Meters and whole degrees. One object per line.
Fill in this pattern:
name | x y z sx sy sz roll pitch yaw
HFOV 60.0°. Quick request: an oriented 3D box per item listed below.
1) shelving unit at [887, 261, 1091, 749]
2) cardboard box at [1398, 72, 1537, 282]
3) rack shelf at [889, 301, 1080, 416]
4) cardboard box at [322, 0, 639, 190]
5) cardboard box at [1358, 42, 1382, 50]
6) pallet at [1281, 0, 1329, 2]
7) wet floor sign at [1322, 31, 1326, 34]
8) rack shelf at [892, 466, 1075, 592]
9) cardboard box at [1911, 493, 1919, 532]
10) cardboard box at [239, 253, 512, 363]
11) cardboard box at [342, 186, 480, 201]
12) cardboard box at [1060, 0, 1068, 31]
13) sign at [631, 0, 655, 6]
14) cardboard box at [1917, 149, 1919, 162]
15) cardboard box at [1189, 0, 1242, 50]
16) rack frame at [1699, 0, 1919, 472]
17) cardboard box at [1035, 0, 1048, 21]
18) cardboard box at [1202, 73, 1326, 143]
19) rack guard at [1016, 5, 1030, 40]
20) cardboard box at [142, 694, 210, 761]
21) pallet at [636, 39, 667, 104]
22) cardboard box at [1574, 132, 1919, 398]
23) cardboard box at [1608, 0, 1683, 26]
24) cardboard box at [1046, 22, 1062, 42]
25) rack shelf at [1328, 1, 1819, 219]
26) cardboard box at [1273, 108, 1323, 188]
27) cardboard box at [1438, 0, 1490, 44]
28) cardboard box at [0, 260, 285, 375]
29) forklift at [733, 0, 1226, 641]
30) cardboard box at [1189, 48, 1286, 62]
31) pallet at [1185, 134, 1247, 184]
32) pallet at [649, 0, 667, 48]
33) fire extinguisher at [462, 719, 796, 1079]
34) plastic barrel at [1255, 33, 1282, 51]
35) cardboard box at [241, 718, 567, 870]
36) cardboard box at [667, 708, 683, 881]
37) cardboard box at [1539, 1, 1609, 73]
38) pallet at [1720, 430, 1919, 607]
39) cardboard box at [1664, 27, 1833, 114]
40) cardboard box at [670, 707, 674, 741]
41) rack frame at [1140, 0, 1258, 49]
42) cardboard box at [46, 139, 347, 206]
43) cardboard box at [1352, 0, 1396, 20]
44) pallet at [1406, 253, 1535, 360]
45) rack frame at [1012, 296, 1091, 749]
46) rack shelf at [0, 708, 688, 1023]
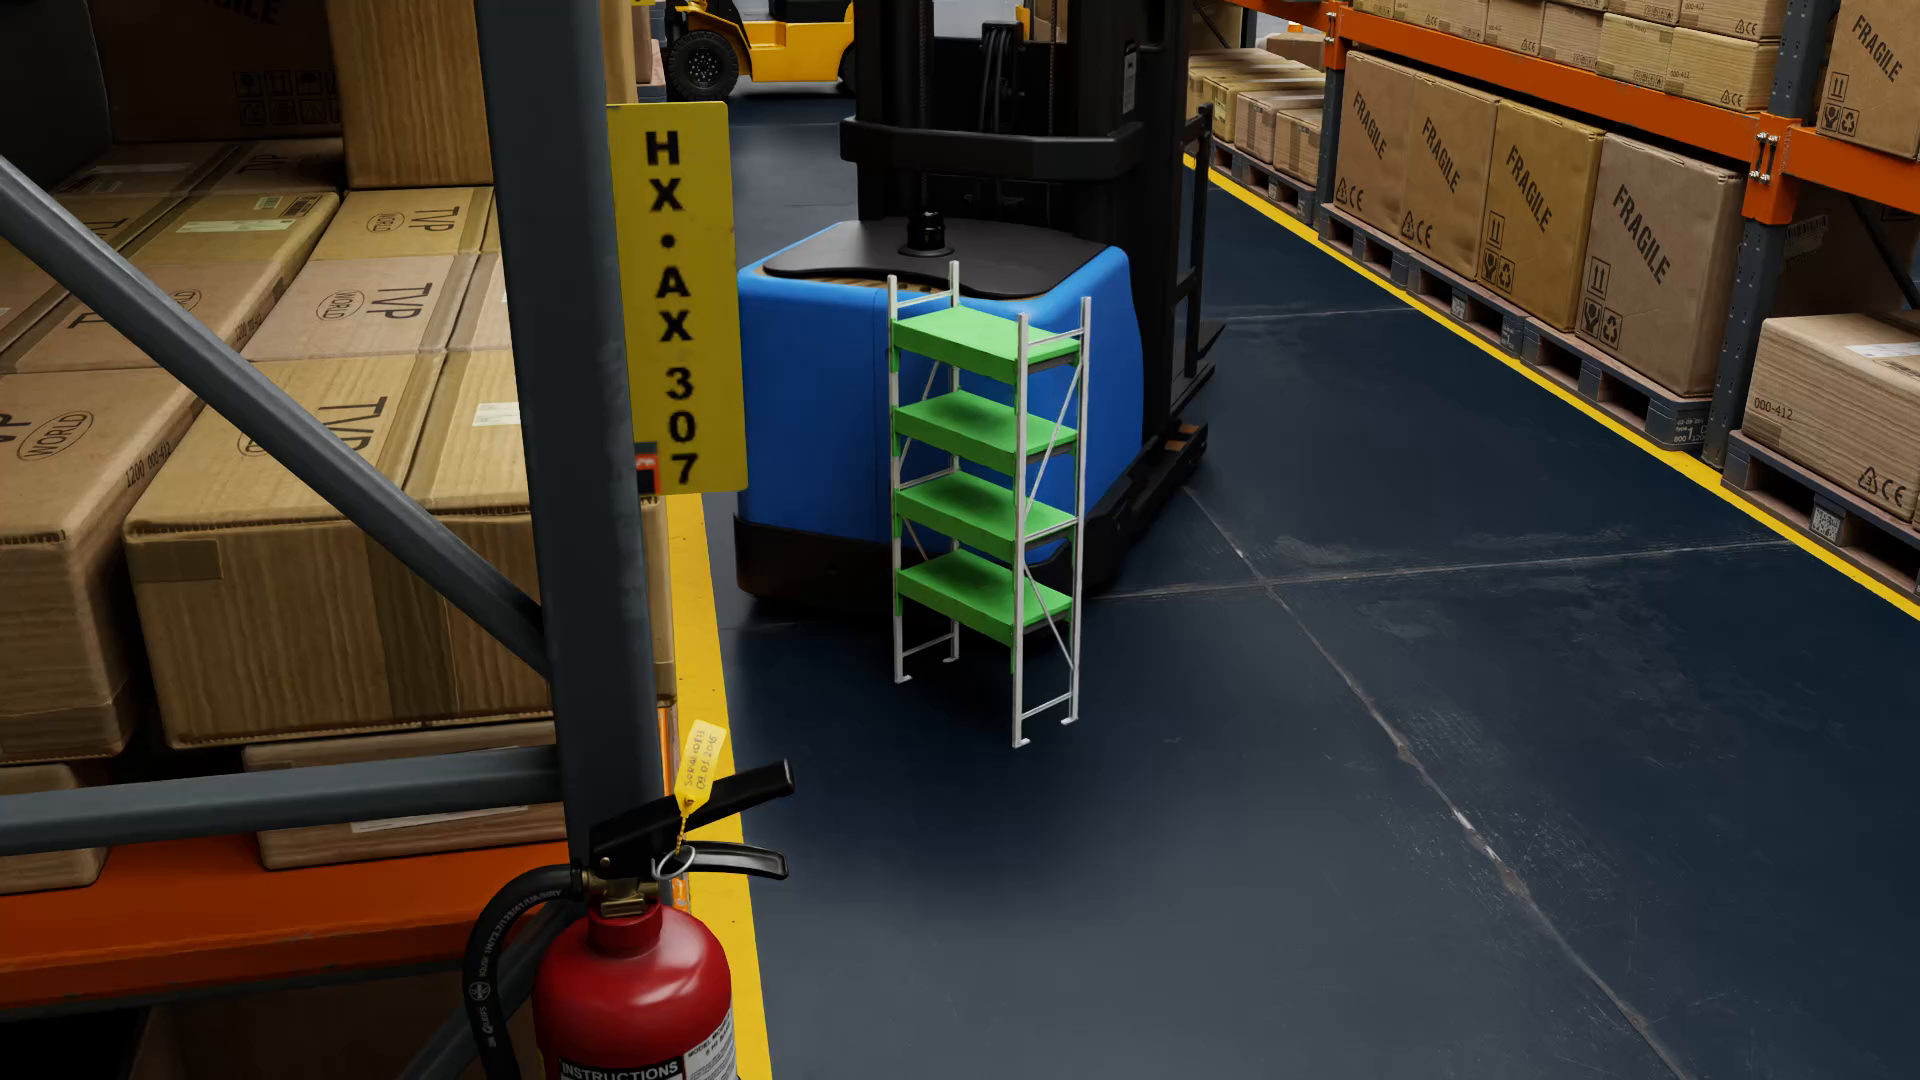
shelving unit | 0.068 -0.096 4.470 0.258 1.200 0.503 -20 31 -38
cardboard box | 2.841 -1.858 8.386 0.875 0.875 0.875 -4 24 -9
rack shelf | 0.068 -0.477 4.303 0.258 0.148 0.480 -20 31 -38
cardboard box | -0.861 -0.952 3.061 0.500 0.500 0.500 -4 24 -8
cardboard box | 3.638 -4.186 13.765 0.500 0.500 0.500 -4 24 -10
pallet | 2.397 -3.453 10.147 1.213 0.211 1.003 -4 24 -10
wet floor sign | 4.049 -5.607 17.781 0.267 0.644 0.232 -9 25 -19
rack shelf | 0.068 -0.037 4.496 0.258 0.148 0.480 -20 31 -38
cardboard box | 3.550 -0.106 4.922 0.875 0.438 0.875 -5 24 -11
cardboard box | -0.677 -0.217 2.314 0.500 0.250 0.500 -4 24 -9
cardboard box | -0.889 -0.616 3.227 0.500 0.250 0.500 -5 24 -11
cardboard box | 1.223 -4.940 15.288 0.500 0.500 0.500 -4 24 -9
sign | -0.972 -1.766 4.964 0.100 0.325 0.005 -4 24 -10
cardboard box | 3.292 -1.338 4.942 0.500 0.500 0.500 -4 24 -9
cardboard box | 2.051 -4.370 13.981 0.500 0.500 0.500 -3 24 -7
rack frame | 3.374 -1.695 5.883 1.000 3.000 0.127 -4 24 -10
cardboard box | 1.037 -5.344 16.211 0.500 0.500 0.500 -5 24 -12
cardboard box | 2.260 -3.068 11.785 0.950 0.372 0.625 -4 24 -8
rack guard | 1.169 -5.239 17.122 1.175 0.500 0.348 -4 24 -10
cardboard box | -1.076 0.148 1.978 0.380 0.149 0.250 -4 24 -8
pallet | -1.544 -1.560 5.815 1.003 0.211 1.213 -4 24 -10
cardboard box | 3.180 -1.151 6.769 0.875 0.875 0.875 -4 24 -8
cardboard box | 2.953 -2.207 6.617 0.500 0.250 0.500 -4 24 -8
cardboard box | 1.119 -4.808 15.922 0.500 0.250 0.500 -3 24 -8
rack shelf | 3.004 -2.152 7.828 1.077 0.370 4.000 -4 24 -10
cardboard box | 2.539 -2.479 10.437 0.950 0.372 0.625 -6 24 -13
cardboard box | 2.681 -2.581 8.099 0.500 0.250 0.500 -4 24 -8
cardboard box | -1.204 -0.184 2.240 0.500 0.250 0.500 -4 24 -10
forklift | 0.311 -1.607 5.767 1.130 2.935 3.031 9 25 20
cardboard box | 1.994 -3.624 13.057 0.950 0.372 0.625 -4 24 -9
pallet | 2.269 -2.777 11.844 1.003 0.211 1.213 -4 24 -10
pallet | -2.049 -2.550 8.080 1.213 0.211 1.003 -4 24 -10
fire extinguisher | -0.283 0.477 1.472 0.296 0.674 0.183 -4 24 -10
plastic barrel | 3.024 -4.534 15.602 0.512 0.421 0.421 13 27 27
cardboard box | -0.555 0.213 1.828 0.380 0.149 0.250 -4 24 -10
cardboard box | -0.904 0.614 3.195 0.700 0.500 0.500 -3 24 -8
cardboard box | 2.875 -2.184 7.190 0.500 0.250 0.500 -5 24 -11
pallet | 3.437 -0.112 5.743 1.003 0.211 1.213 -4 24 -10
cardboard box | 3.043 -1.784 6.274 0.500 0.250 0.500 -5 24 -11
cardboard box | -1.096 0.206 4.130 0.700 0.500 0.500 -5 24 -12
rack frame | 1.894 -4.841 13.087 1.000 3.000 0.127 -4 24 -10
cardboard box | -1.388 -0.585 3.158 0.500 0.250 0.500 -4 24 -10
cardboard box | 2.477 -2.988 9.032 0.500 0.250 0.500 -5 24 -11
pallet | 2.928 -1.196 8.224 1.003 0.211 1.213 -4 24 -10
rack frame | 0.233 -0.024 4.305 0.240 1.200 0.015 -20 31 -38
rack shelf | -1.134 -0.210 3.381 1.077 0.370 4.000 -4 24 -10
